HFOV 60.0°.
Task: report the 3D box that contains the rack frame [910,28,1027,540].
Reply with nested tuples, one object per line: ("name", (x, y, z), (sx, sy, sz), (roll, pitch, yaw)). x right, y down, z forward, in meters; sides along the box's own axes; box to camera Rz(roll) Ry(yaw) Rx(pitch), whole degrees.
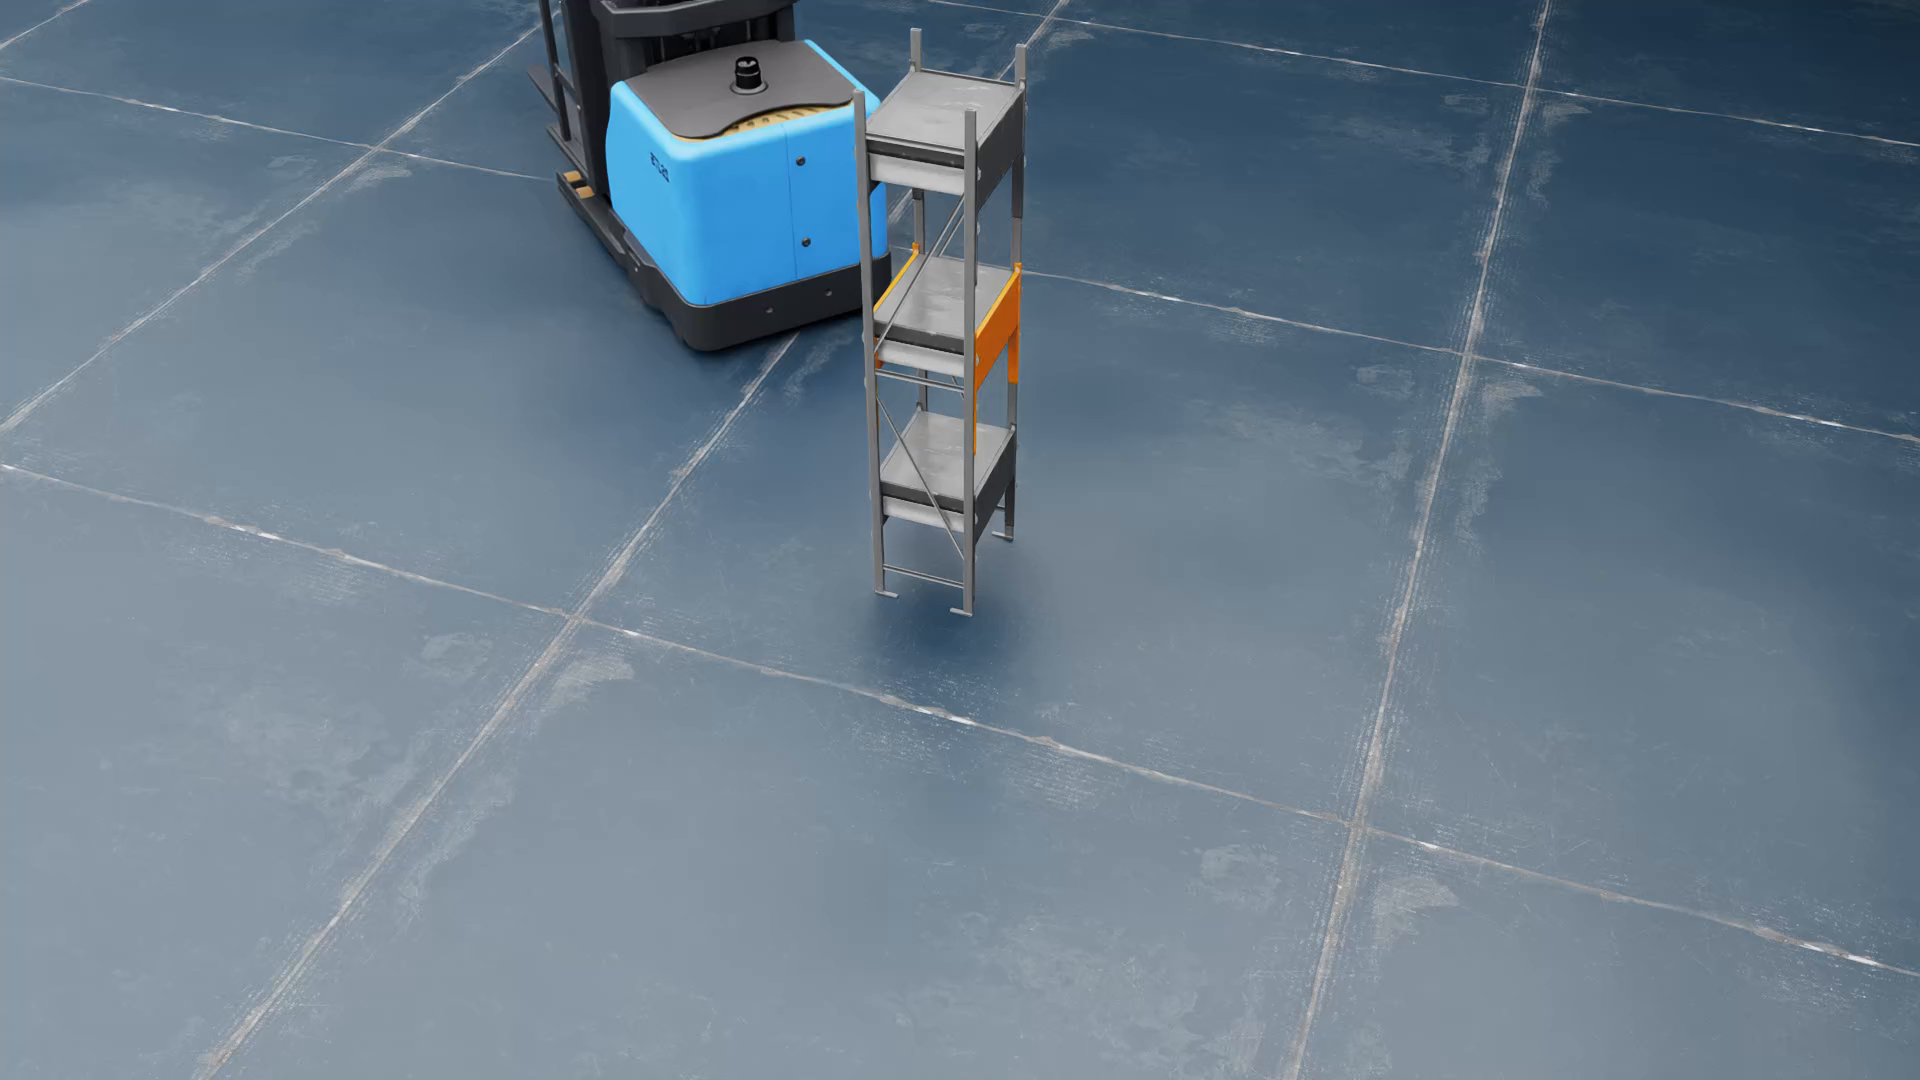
("rack frame", (0.027, -0.847, 6.125), (0.400, 2.100, 0.015), (13, 42, 15))

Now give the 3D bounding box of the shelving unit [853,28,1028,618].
("shelving unit", (-0.057, -0.698, 5.950), (0.431, 2.100, 0.503), (13, 42, 15))

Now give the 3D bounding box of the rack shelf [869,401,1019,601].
("rack shelf", (-0.057, -0.155, 6.413), (0.431, 0.518, 0.480), (13, 42, 15))

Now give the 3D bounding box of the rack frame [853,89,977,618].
("rack frame", (-0.140, -0.549, 5.776), (0.400, 2.100, 0.015), (13, 42, 15))

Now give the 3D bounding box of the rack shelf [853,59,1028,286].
("rack shelf", (-0.057, -1.220, 5.505), (0.431, 0.518, 0.480), (13, 42, 15))

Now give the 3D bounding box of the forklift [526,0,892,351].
("forklift", (-1.482, -2.929, 7.925), (1.130, 2.935, 3.031), (-20, 44, -22))

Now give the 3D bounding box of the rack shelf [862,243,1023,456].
("rack shelf", (-0.057, -0.687, 5.959), (0.431, 0.518, 0.480), (13, 42, 15))
